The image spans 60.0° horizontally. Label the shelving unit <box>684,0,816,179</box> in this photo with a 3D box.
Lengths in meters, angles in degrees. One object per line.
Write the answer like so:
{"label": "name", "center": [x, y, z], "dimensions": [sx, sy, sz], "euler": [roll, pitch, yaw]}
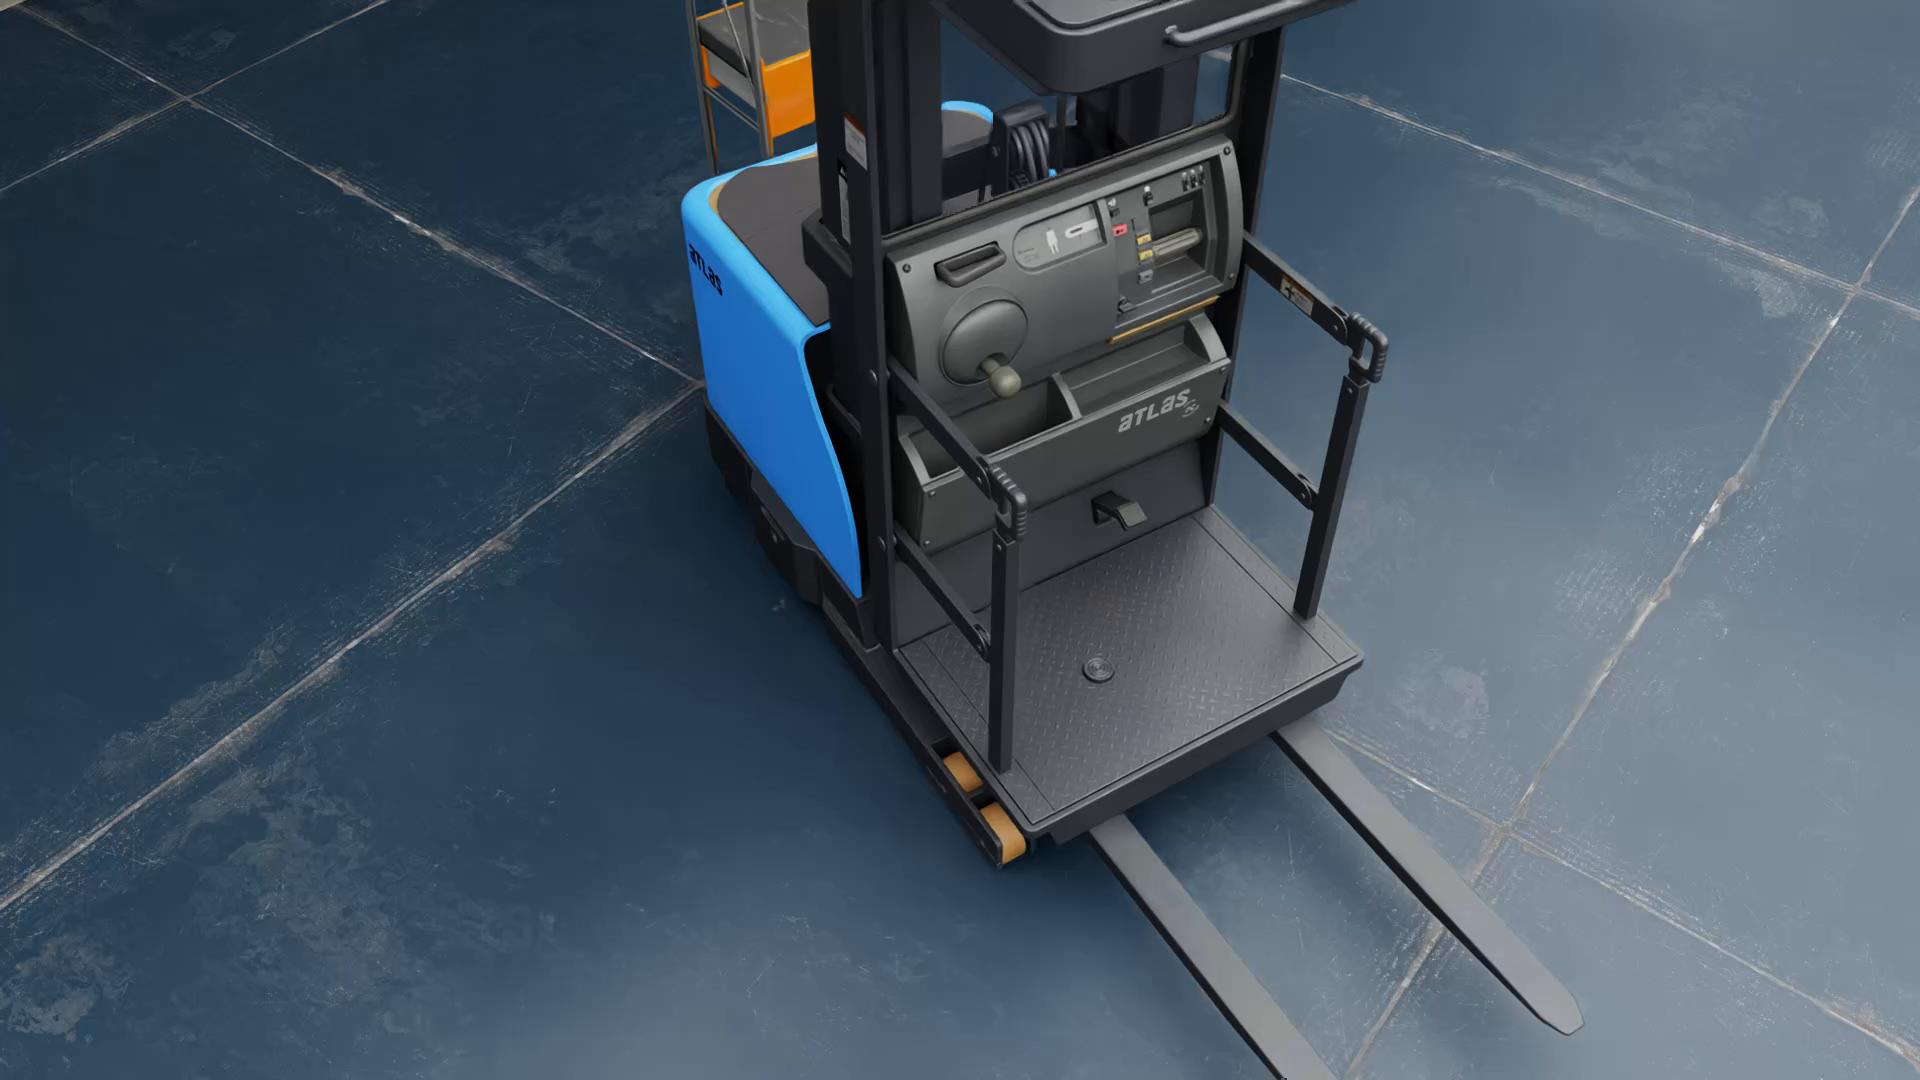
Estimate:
{"label": "shelving unit", "center": [-0.495, -1.409, 5.133], "dimensions": [0.503, 2.100, 0.431], "euler": [-28, 51, -25]}

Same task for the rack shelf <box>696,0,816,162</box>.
{"label": "rack shelf", "center": [-0.494, -1.399, 5.143], "dimensions": [0.480, 0.518, 0.431], "euler": [-28, 51, -25]}

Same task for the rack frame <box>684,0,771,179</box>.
{"label": "rack frame", "center": [-0.690, -1.303, 5.032], "dimensions": [0.015, 2.100, 0.400], "euler": [-28, 51, -25]}

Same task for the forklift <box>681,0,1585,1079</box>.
{"label": "forklift", "center": [0.384, -0.543, 3.742], "dimensions": [1.130, 2.935, 3.031], "euler": [-24, 51, -21]}
